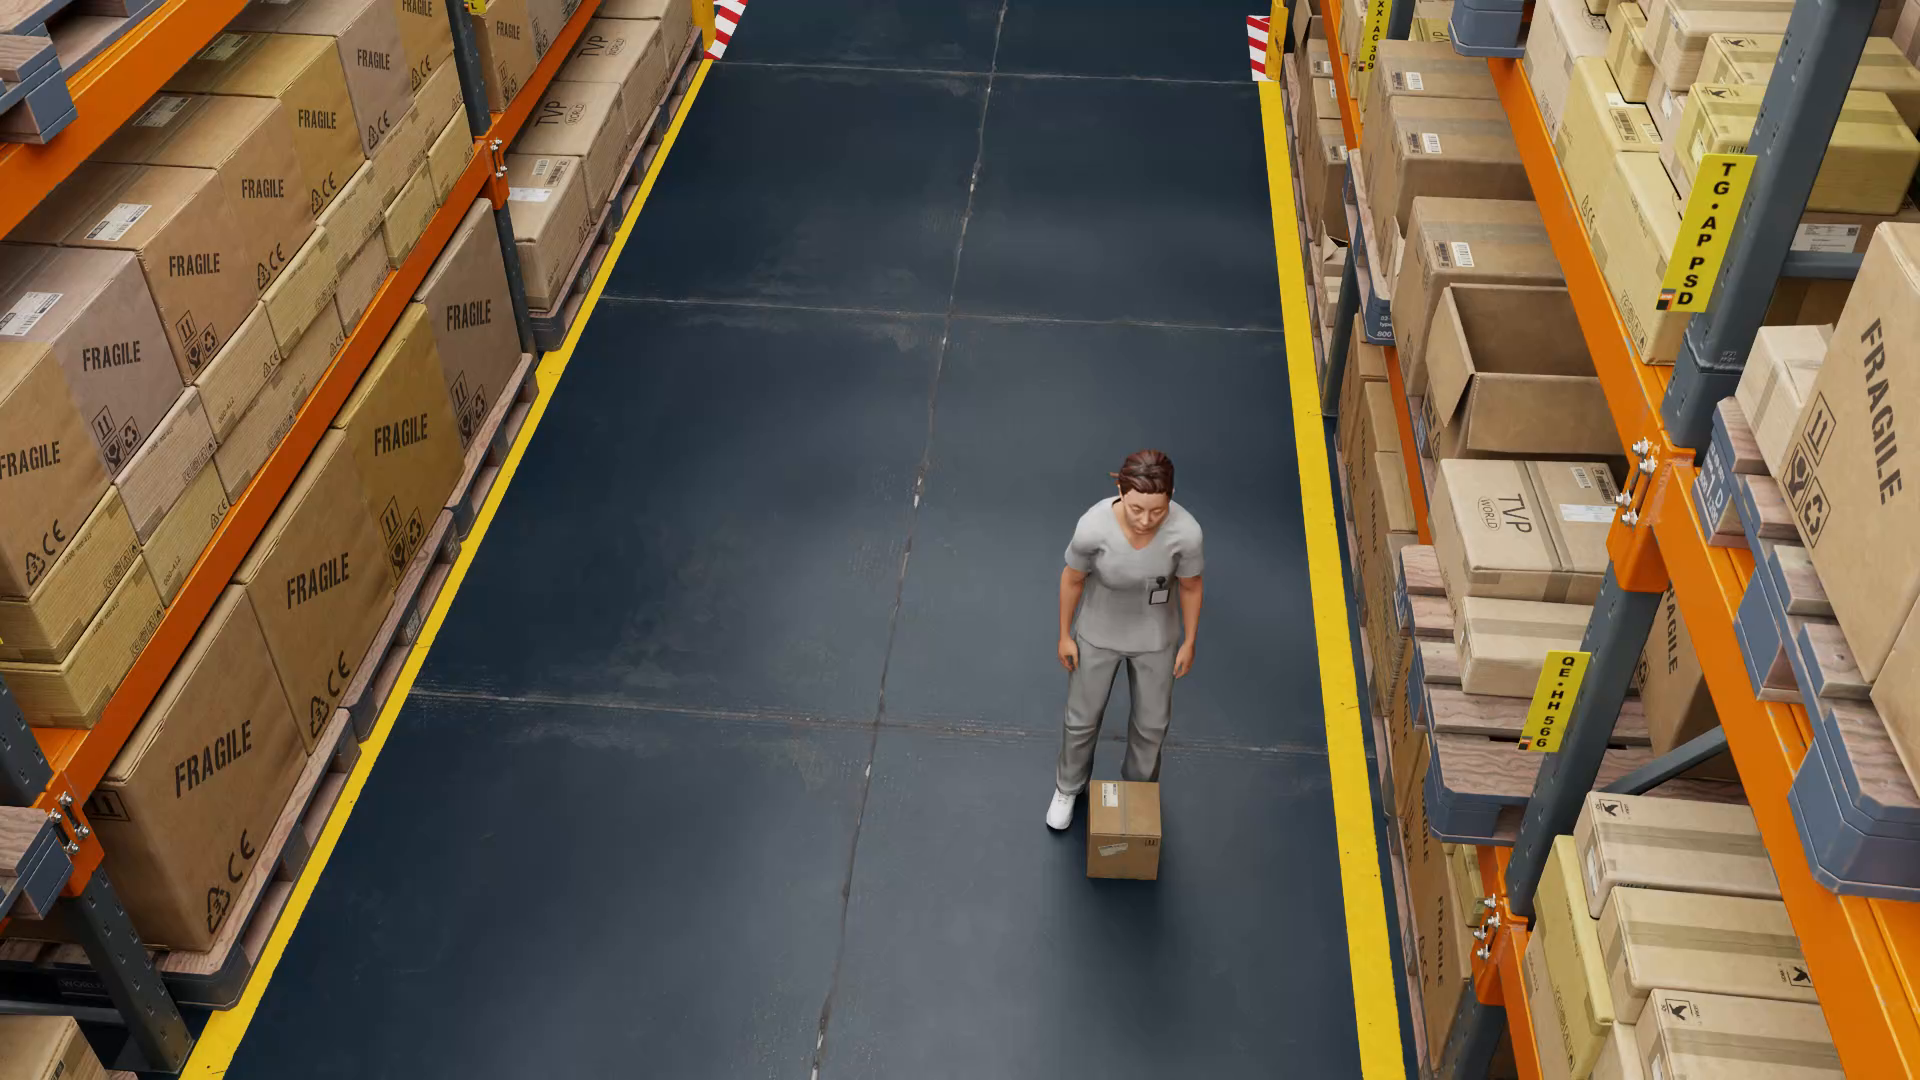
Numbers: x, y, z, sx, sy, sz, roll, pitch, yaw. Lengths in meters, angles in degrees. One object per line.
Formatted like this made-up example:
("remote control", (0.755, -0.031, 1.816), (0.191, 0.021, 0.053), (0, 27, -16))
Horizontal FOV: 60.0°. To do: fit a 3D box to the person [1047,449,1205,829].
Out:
("person", (0.576, 0.347, 5.747), (0.489, 1.673, 0.358), (3, 40, 3))
